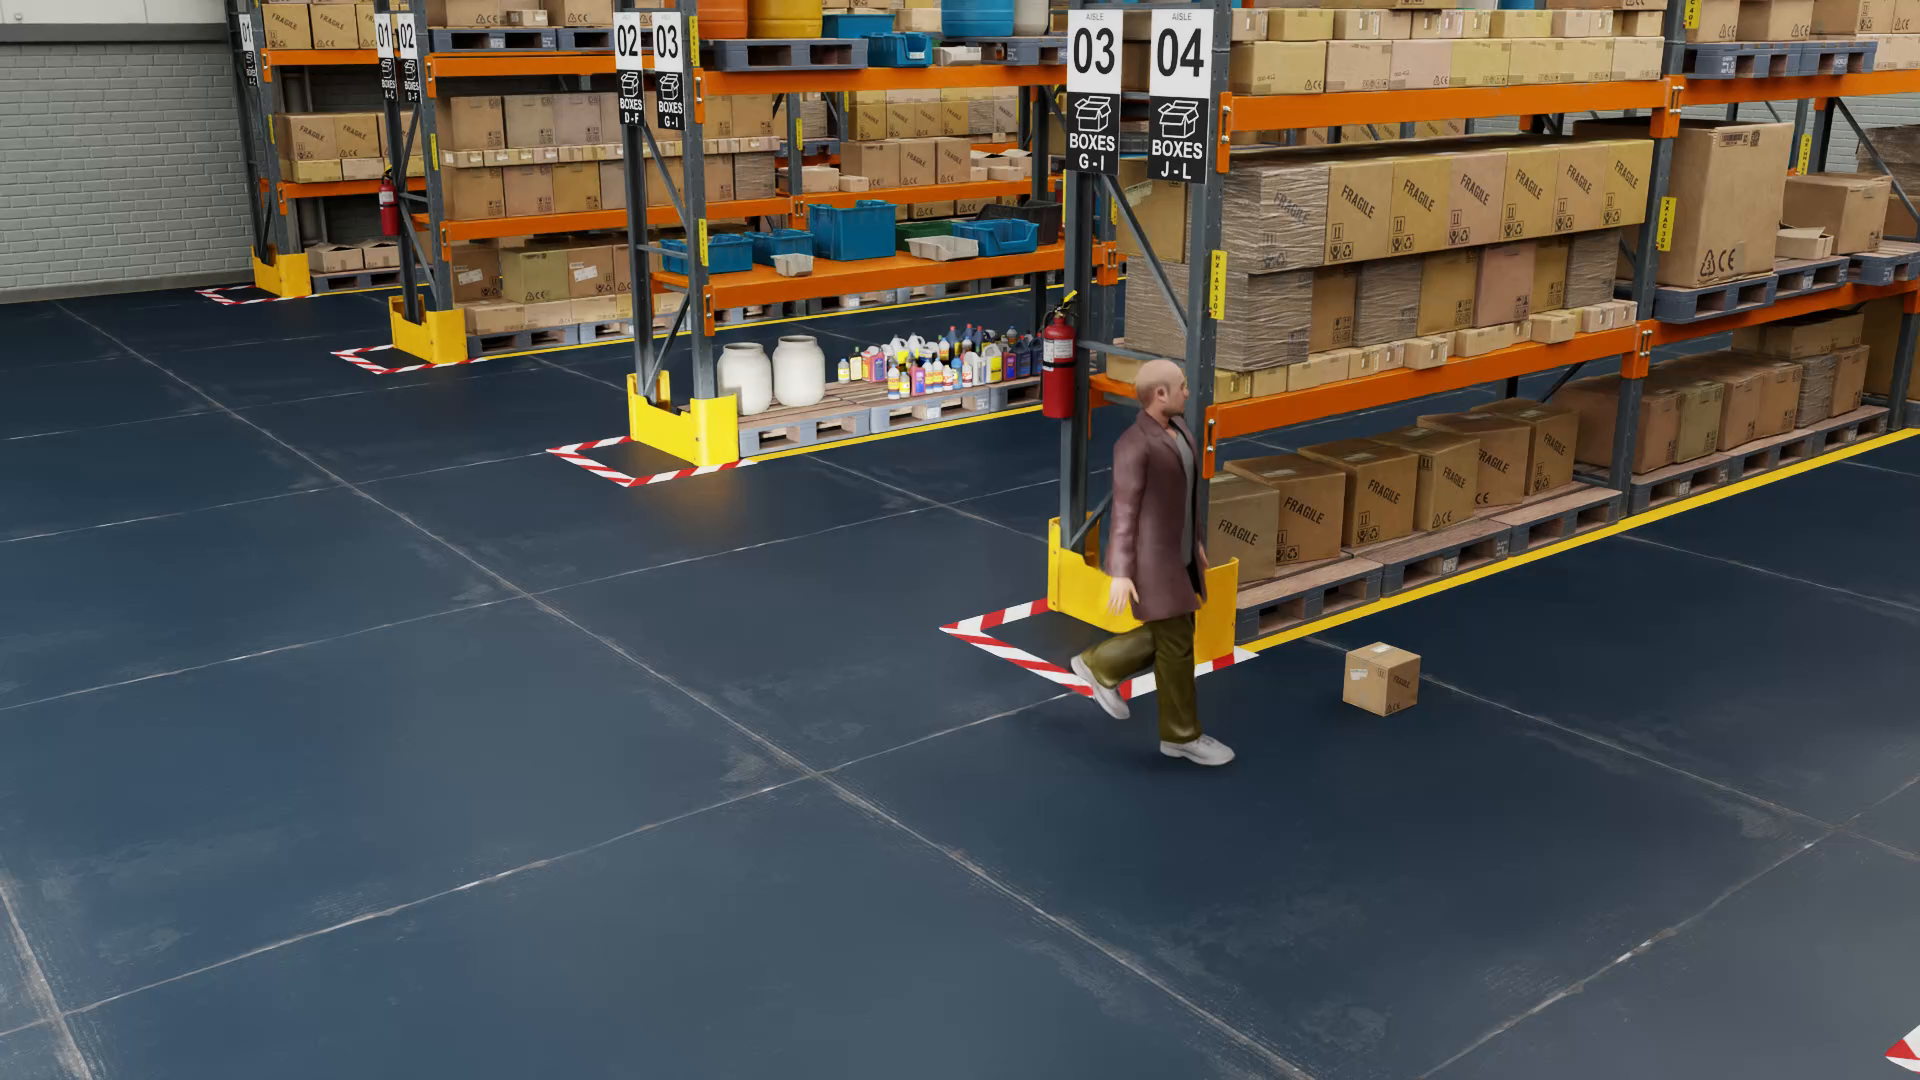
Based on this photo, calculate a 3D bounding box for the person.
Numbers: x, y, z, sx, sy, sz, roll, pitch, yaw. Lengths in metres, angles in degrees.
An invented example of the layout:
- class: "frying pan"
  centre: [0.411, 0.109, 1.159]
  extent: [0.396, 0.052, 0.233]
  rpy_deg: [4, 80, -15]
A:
- class: "person"
  centre: [0.853, 0.080, 7.280]
  extent: [0.900, 1.757, 0.646]
  rpy_deg: [11, 21, 31]
